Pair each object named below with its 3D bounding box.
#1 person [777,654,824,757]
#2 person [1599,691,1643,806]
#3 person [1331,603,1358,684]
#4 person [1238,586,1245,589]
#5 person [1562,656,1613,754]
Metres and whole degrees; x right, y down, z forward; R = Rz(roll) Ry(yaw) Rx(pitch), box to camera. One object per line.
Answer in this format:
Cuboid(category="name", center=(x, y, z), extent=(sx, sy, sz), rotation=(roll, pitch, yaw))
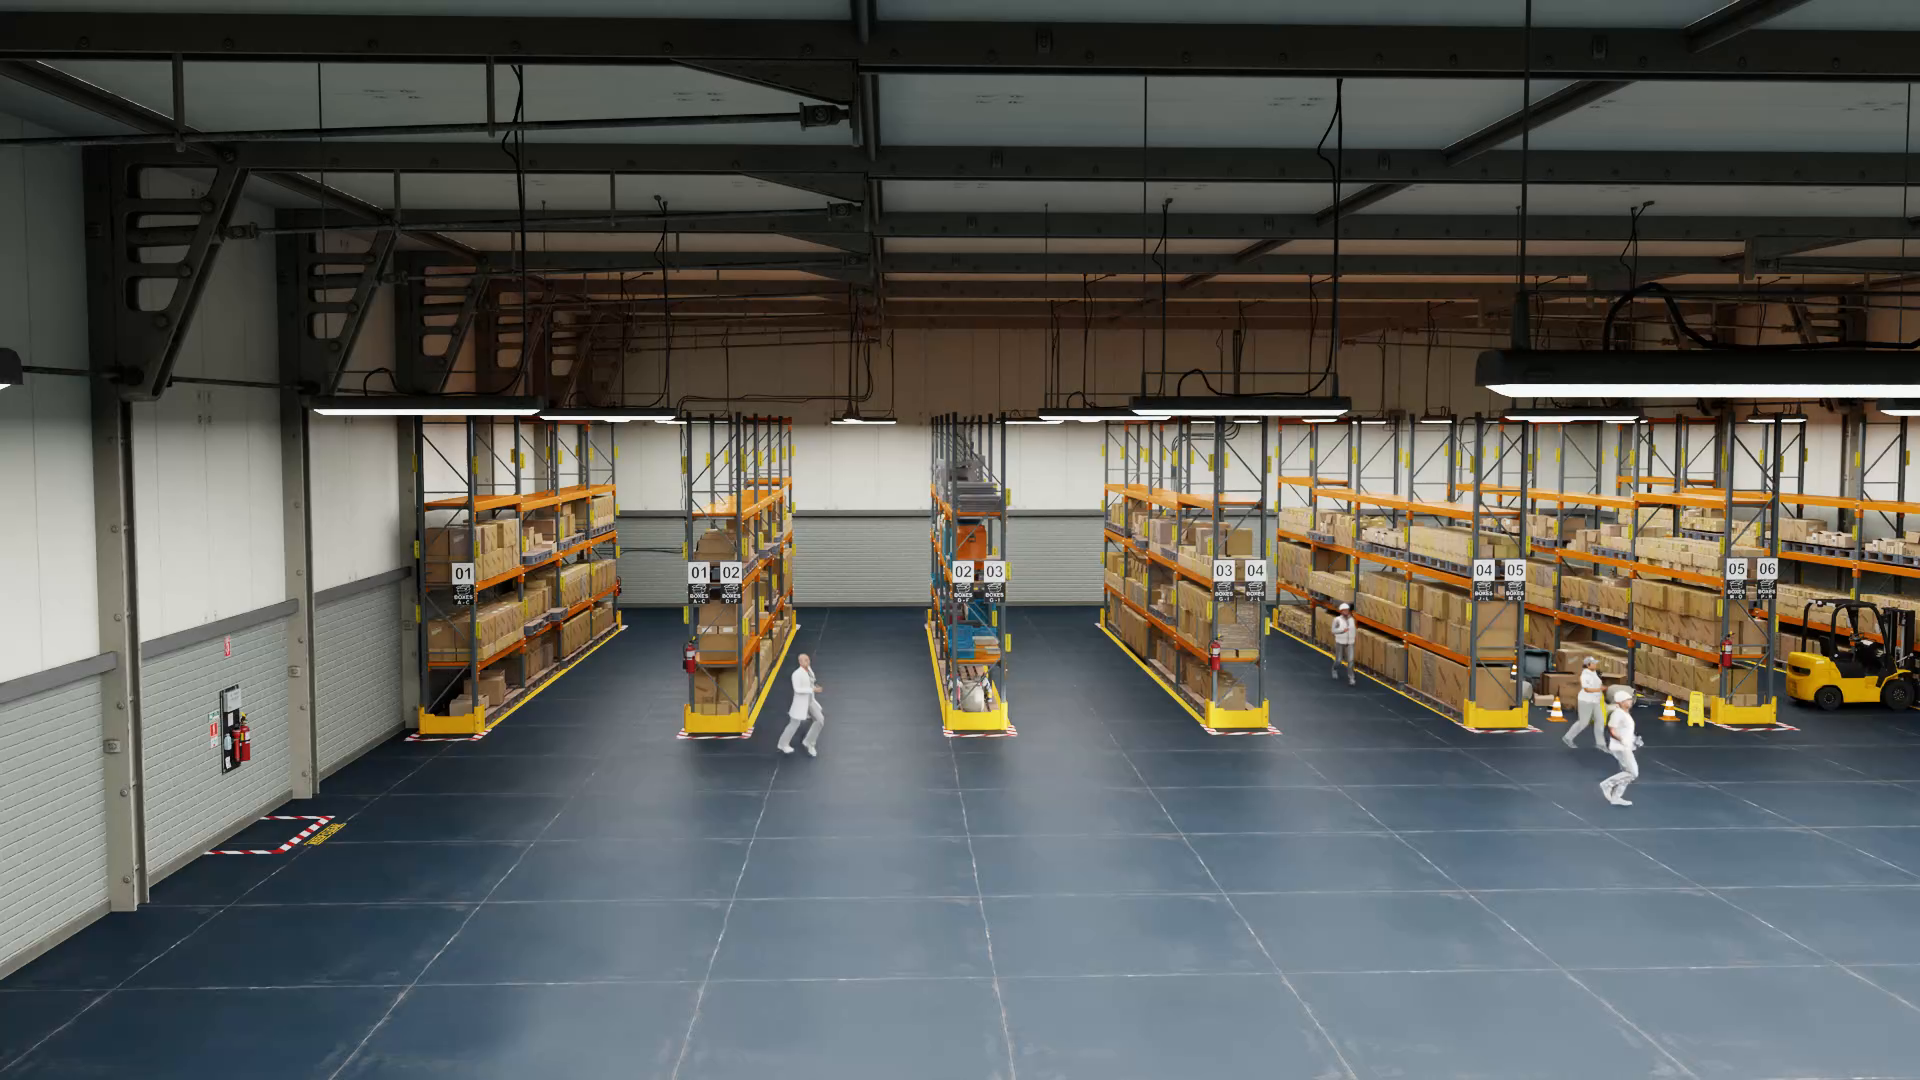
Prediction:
Cuboid(category="person", center=(-2.721, 2.870, 28.929), extent=(0.960, 1.805, 0.727), rotation=(3, 5, 33))
Cuboid(category="person", center=(9.995, 3.141, 25.113), extent=(0.589, 1.736, 0.661), rotation=(2, 4, 25))
Cuboid(category="person", center=(8.583, 2.291, 37.092), extent=(0.657, 1.758, 0.971), rotation=(0, 4, -7))
Cuboid(category="person", center=(7.933, 1.615, 47.731), extent=(0.698, 1.764, 0.645), rotation=(2, 4, 30))
Cuboid(category="person", center=(11.071, 2.886, 29.287), extent=(0.842, 1.688, 0.594), rotation=(3, 5, 39))
